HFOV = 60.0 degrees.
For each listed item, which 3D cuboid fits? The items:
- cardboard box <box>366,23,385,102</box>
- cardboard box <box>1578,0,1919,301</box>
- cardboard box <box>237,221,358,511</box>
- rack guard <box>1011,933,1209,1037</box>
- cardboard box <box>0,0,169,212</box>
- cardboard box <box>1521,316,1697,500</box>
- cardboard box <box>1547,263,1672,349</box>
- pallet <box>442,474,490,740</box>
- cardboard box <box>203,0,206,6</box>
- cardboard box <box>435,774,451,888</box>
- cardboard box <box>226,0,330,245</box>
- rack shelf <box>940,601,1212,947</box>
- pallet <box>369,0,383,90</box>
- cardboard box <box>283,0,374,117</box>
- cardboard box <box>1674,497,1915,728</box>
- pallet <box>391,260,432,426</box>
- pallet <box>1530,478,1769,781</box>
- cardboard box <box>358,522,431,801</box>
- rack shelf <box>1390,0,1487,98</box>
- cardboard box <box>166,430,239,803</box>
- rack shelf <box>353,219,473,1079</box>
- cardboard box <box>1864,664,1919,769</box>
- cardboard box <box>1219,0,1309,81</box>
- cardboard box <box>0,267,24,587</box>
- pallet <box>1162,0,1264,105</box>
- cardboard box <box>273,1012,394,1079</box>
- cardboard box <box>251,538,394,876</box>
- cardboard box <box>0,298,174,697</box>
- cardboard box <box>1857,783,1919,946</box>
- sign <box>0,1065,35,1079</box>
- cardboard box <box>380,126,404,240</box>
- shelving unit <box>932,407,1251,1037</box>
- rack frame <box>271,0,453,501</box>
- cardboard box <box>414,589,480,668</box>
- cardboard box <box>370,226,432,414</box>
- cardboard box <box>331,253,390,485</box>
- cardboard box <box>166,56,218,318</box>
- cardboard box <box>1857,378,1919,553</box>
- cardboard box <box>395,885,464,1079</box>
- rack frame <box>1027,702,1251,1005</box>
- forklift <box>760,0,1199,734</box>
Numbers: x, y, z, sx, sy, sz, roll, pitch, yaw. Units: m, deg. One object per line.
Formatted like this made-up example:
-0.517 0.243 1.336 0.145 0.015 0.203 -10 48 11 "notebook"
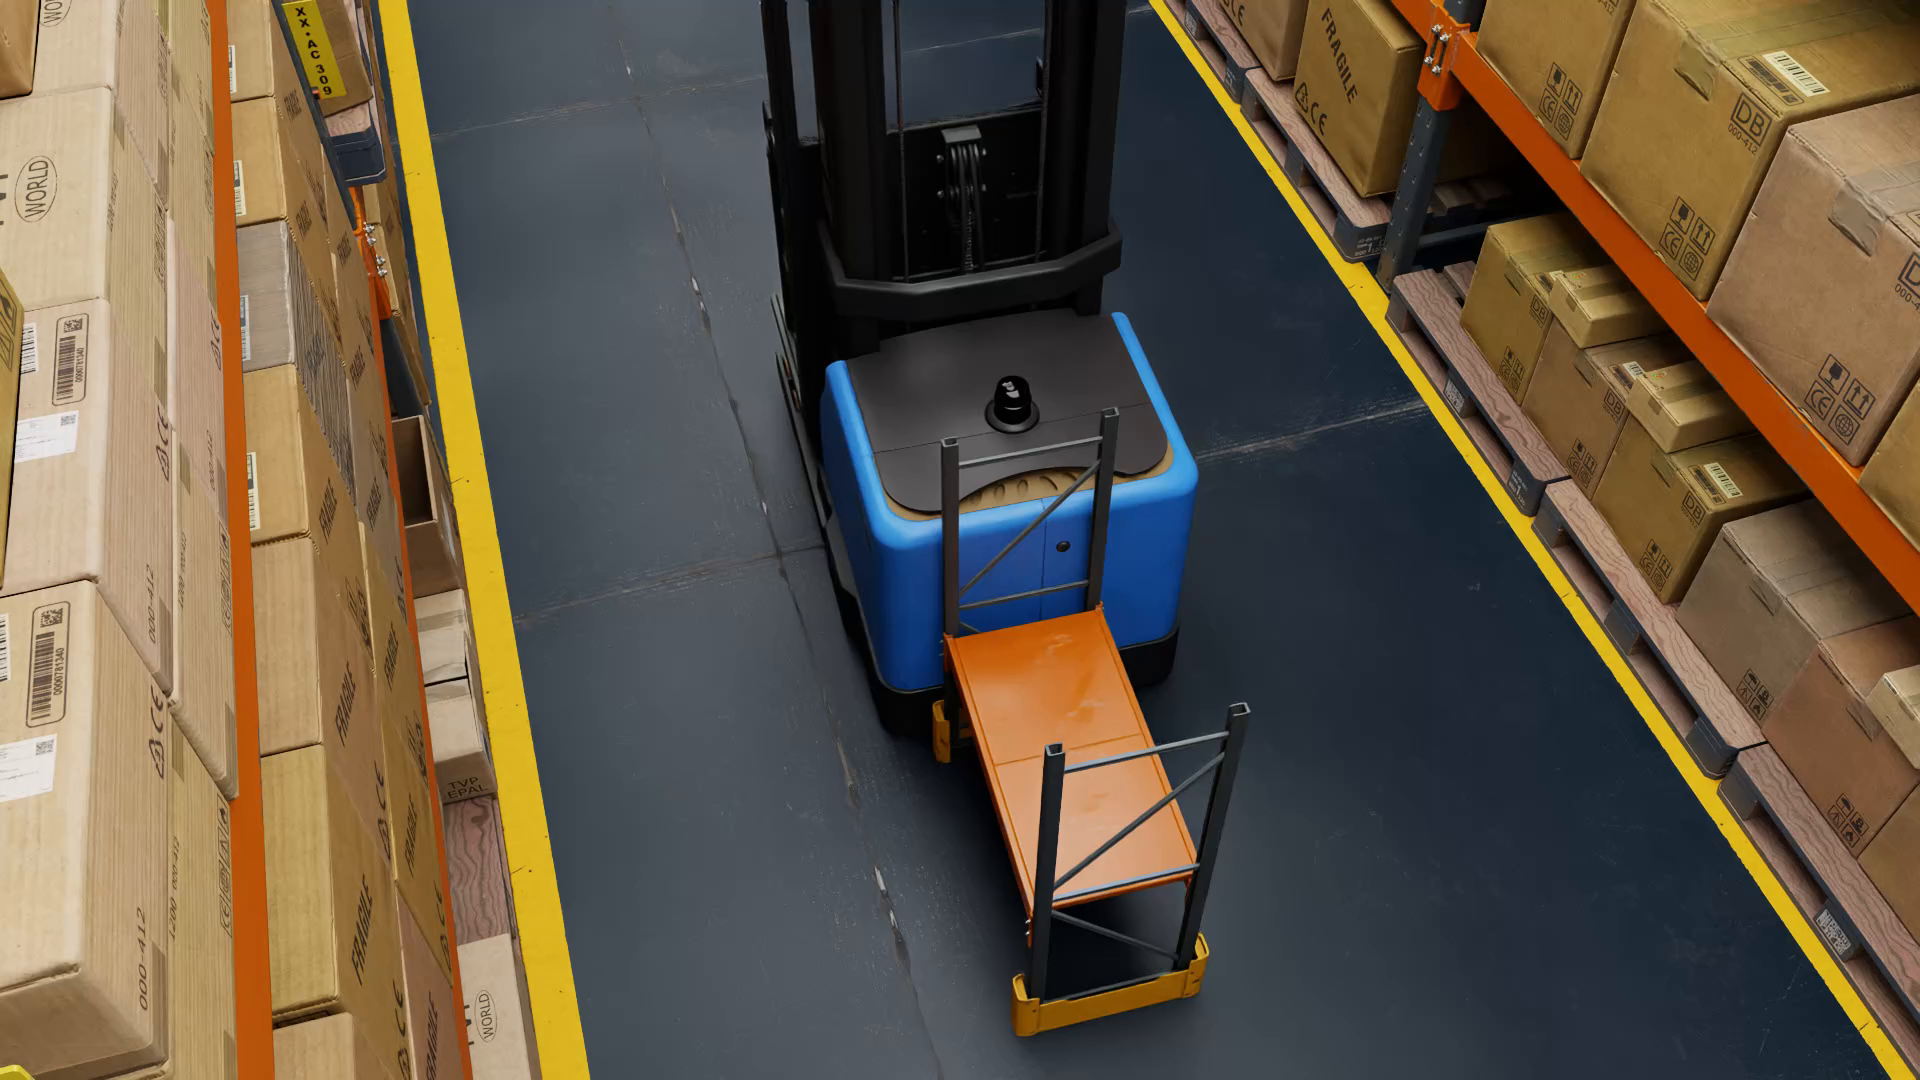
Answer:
-2.968 -2.298 7.573 0.500 0.500 0.500 -15 51 -12 "cardboard box"
2.648 -1.334 5.216 0.980 0.700 0.700 -14 51 -12 "cardboard box"
-1.739 -0.351 3.864 0.500 0.500 0.500 -13 51 -11 "cardboard box"
0.443 1.329 4.966 0.587 0.250 0.087 -11 51 -9 "rack guard"
-1.598 -0.737 2.719 0.500 0.250 0.500 -13 51 -11 "cardboard box"
2.561 -0.564 6.124 0.700 0.500 0.500 -14 51 -11 "cardboard box"
2.343 -0.849 5.940 0.380 0.149 0.250 -12 51 -10 "cardboard box"
-2.236 0.352 5.815 1.003 0.211 1.213 -13 51 -11 "pallet"
-1.903 -1.304 3.524 0.500 0.250 0.500 -13 51 -11 "cardboard box"
-1.878 0.985 4.803 0.797 0.503 0.637 -13 51 -11 "cardboard box"
-2.042 -1.092 4.490 0.500 0.500 0.500 -13 51 -11 "cardboard box"
0.319 0.666 4.942 0.538 0.185 1.000 -11 51 -9 "rack shelf"
-3.437 -2.517 8.234 1.003 0.211 1.213 -13 51 -11 "pallet"
-2.365 -1.613 5.308 0.700 0.500 0.500 -30 56 -23 "cardboard box"
2.875 0.199 5.480 0.700 0.500 0.500 -15 51 -12 "cardboard box"
-2.715 -0.735 6.732 1.003 0.211 1.213 -13 51 -11 "pallet"
2.807 0.193 5.949 1.003 0.211 1.213 -13 51 -11 "pallet"
-1.585 0.349 3.929 0.500 0.500 0.500 -13 51 -10 "cardboard box"
1.701 -3.400 7.625 1.077 0.370 4.000 -13 51 -11 "rack shelf"
-1.300 0.154 2.295 0.500 0.250 0.500 -13 51 -11 "cardboard box"
-1.847 0.644 4.216 1.077 0.370 4.000 -13 51 -11 "rack shelf"
2.884 0.484 4.816 0.380 0.149 0.250 -12 51 -10 "cardboard box"
1.710 -2.708 7.702 0.750 0.750 0.750 -12 51 -10 "cardboard box"
-1.490 -0.204 1.779 0.700 0.500 0.500 -13 51 -11 "cardboard box"
1.628 -2.712 8.398 1.003 0.211 1.213 -13 51 -11 "pallet"
-1.135 1.135 2.612 0.500 0.500 0.500 -12 51 -10 "cardboard box"
-1.440 0.388 3.242 0.500 0.500 0.500 -13 51 -10 "cardboard box"
-1.300 -0.008 2.104 0.500 0.250 0.500 -13 51 -11 "cardboard box"
3.173 0.932 4.863 0.700 0.500 0.500 -13 51 -11 "cardboard box"
-0.737 0.502 1.332 0.100 0.325 0.005 -13 51 -11 "sign"
-2.658 -1.547 6.939 0.500 0.500 0.500 -13 51 -11 "cardboard box"
0.321 0.557 4.799 0.587 1.500 1.083 -11 51 -9 "shelving unit"
-2.439 -1.049 5.172 1.000 3.000 0.127 -13 51 -11 "rack frame"
-1.831 0.341 5.578 0.380 0.149 0.250 -13 51 -11 "cardboard box"
-2.349 -0.793 6.304 0.500 0.500 0.500 -15 52 -13 "cardboard box"
-1.892 -0.398 4.558 0.500 0.500 0.500 -12 51 -10 "cardboard box"
-1.604 -0.575 2.909 0.500 0.250 0.500 -13 51 -11 "cardboard box"
3.089 -0.246 4.299 0.980 0.700 0.700 -14 51 -11 "cardboard box"
-1.293 1.081 3.311 0.500 0.500 0.500 -14 51 -11 "cardboard box"
0.444 0.927 4.487 0.500 1.500 0.032 -11 51 -9 "rack frame"
-0.113 -1.447 5.553 1.130 2.935 3.031 -11 51 -9 "forklift"
